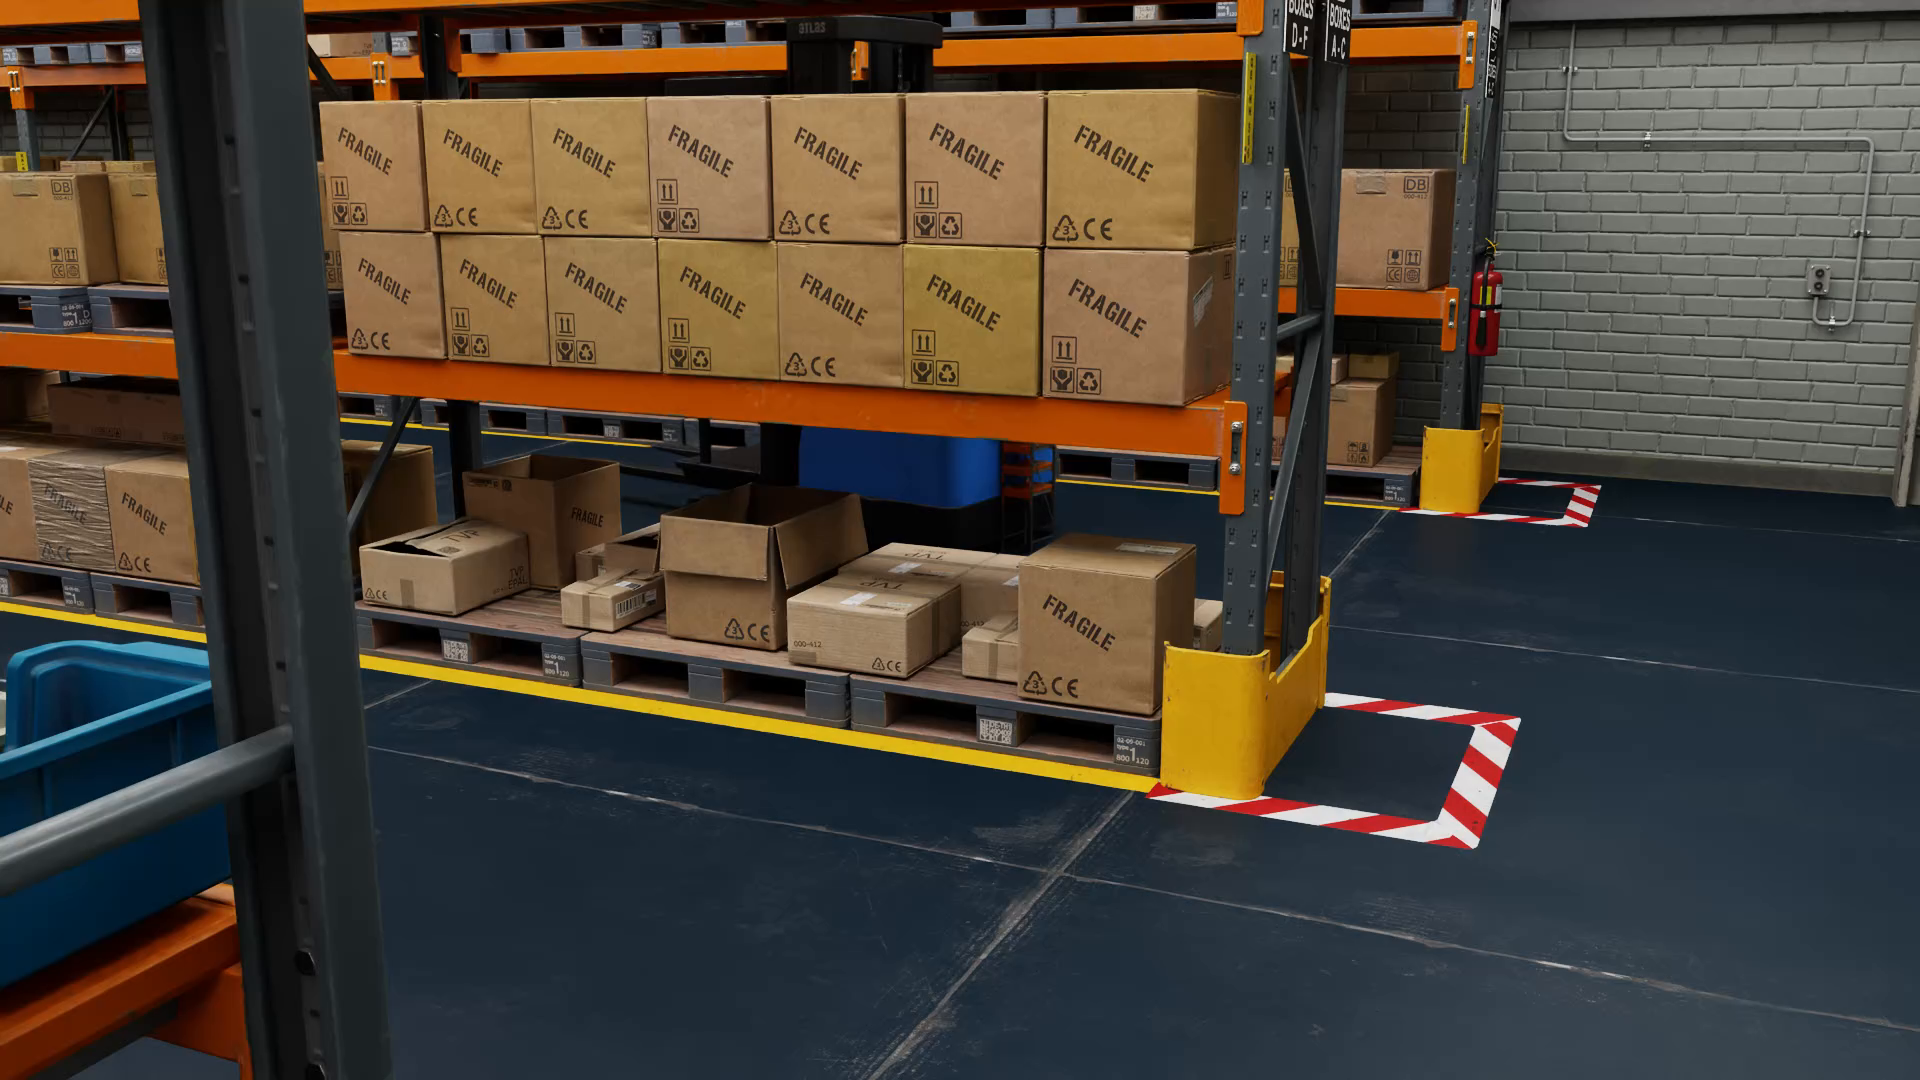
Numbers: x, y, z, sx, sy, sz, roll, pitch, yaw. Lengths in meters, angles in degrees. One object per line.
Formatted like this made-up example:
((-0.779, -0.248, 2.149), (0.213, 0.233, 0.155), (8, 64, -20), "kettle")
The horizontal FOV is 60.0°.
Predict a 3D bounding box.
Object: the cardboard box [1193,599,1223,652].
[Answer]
((0.885, 0.346, 6.490), (0.250, 0.149, 0.380), (6, 14, 23), "cardboard box")

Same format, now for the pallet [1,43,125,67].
((-7.319, -4.152, 14.227), (1.003, 0.211, 1.213), (6, 14, 23), "pallet")

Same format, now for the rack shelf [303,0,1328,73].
((-0.700, -2.012, 6.271), (4.000, 0.370, 1.077), (6, 14, 23), "rack shelf")

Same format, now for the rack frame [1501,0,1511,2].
((3.132, -4.672, 9.469), (0.127, 3.000, 1.000), (6, 14, 23), "rack frame")

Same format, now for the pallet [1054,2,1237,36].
((1.330, -3.348, 10.585), (1.213, 0.211, 1.003), (6, 14, 23), "pallet")

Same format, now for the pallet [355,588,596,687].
((-1.901, 0.335, 7.368), (1.213, 0.211, 1.003), (6, 14, 23), "pallet")

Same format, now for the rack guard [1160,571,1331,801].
((1.059, 0.493, 6.059), (0.348, 0.500, 1.175), (6, 14, 23), "rack guard")

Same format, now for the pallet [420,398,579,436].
((-3.493, -1.046, 13.249), (1.213, 0.211, 1.003), (6, 14, 23), "pallet")

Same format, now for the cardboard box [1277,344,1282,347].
((1.954, -1.199, 10.931), (0.250, 0.149, 0.380), (6, 14, 24), "cardboard box")

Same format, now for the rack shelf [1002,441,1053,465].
((0.368, -0.479, 8.864), (0.180, 0.103, 0.258), (9, 16, 34), "rack shelf")

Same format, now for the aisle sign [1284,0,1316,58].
((1.067, -1.912, 5.147), (0.004, 0.787, 0.394), (6, 14, 23), "aisle sign")

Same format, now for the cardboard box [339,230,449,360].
((-2.173, -1.031, 6.866), (0.500, 0.500, 0.500), (6, 15, 25), "cardboard box")

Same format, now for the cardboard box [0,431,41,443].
((-4.948, -0.258, 8.296), (0.500, 0.500, 0.500), (6, 14, 22), "cardboard box")

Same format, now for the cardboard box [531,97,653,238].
((-1.270, -1.425, 6.353), (0.500, 0.500, 0.500), (5, 14, 22), "cardboard box")

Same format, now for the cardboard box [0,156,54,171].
((-8.398, -3.143, 14.726), (0.500, 0.500, 0.500), (6, 14, 23), "cardboard box")

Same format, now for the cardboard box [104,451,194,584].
((-3.545, -0.117, 7.698), (0.500, 0.500, 0.500), (6, 14, 23), "cardboard box")

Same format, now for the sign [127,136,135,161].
((-7.619, -3.542, 15.249), (0.005, 0.325, 0.100), (6, 14, 23), "sign")

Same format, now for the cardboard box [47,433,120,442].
((-4.280, -0.321, 8.568), (0.500, 0.500, 0.500), (5, 14, 21), "cardboard box")

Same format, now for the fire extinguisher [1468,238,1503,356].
((3.083, -1.422, 9.735), (0.183, 0.674, 0.296), (6, 14, 23), "fire extinguisher")

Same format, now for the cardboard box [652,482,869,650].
((-0.809, 0.087, 6.819), (0.637, 0.503, 0.797), (6, 14, 23), "cardboard box")

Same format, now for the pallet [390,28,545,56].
((-3.573, -3.812, 12.781), (1.003, 0.211, 1.213), (7, 15, 26), "pallet")

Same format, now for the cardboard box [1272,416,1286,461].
((1.994, -0.829, 10.776), (0.500, 0.500, 0.700), (6, 14, 23), "cardboard box")

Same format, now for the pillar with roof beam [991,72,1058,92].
((-1.279, -4.259, 7.708), (0.400, 9.000, 9.100), (6, 14, 23), "pillar with roof beam")

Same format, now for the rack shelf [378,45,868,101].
((-2.354, -3.417, 12.260), (4.000, 0.370, 1.077), (6, 14, 23), "rack shelf")

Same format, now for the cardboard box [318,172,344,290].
((-2.871, -1.431, 7.647), (0.500, 0.500, 0.700), (1, 13, 4), "cardboard box")

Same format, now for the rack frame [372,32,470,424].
((-4.183, -2.492, 13.309), (0.127, 3.000, 1.000), (6, 14, 23), "rack frame")

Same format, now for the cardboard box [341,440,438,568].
((-2.872, -0.180, 7.964), (0.500, 0.500, 0.500), (5, 14, 21), "cardboard box")

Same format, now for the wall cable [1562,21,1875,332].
((4.685, -2.325, 10.375), (1.851, 1.984, 0.084), (6, 14, 23), "wall cable")

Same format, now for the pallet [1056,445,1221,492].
((1.257, -0.565, 11.201), (1.213, 0.211, 1.003), (6, 14, 23), "pallet")

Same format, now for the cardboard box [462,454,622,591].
((-1.893, -0.091, 7.584), (0.500, 0.500, 0.500), (6, 14, 23), "cardboard box")

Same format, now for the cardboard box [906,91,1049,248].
((0.148, -1.283, 5.747), (0.500, 0.500, 0.500), (6, 15, 25), "cardboard box")

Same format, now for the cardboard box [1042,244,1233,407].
((0.609, -0.750, 5.666), (0.500, 0.500, 0.500), (6, 15, 25), "cardboard box")

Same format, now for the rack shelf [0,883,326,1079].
((-2.710, 0.483, 2.206), (4.000, 0.370, 1.077), (6, 14, 23), "rack shelf")

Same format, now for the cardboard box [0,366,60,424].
((-5.183, -0.777, 8.869), (0.500, 0.250, 0.500), (6, 15, 25), "cardboard box")

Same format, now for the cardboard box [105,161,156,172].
((-6.880, -3.018, 14.367), (0.500, 0.500, 0.700), (7, 15, 29), "cardboard box")

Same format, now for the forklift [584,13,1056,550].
((-0.958, -1.575, 9.550), (3.031, 2.935, 1.130), (9, 16, 34), "forklift")

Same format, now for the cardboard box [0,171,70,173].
((-4.806, -1.551, 8.160), (0.500, 0.500, 0.700), (9, 16, 34), "cardboard box")

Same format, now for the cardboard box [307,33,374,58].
((-4.951, -3.929, 13.018), (0.500, 0.311, 0.500), (6, 14, 23), "cardboard box")

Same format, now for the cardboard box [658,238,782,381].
((-0.782, -0.891, 6.268), (0.500, 0.500, 0.500), (6, 14, 22), "cardboard box")

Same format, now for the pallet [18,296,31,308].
((-5.538, -1.316, 8.715), (1.003, 0.211, 1.213), (6, 14, 23), "pallet")

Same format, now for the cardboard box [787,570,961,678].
((-0.325, 0.315, 6.404), (0.500, 0.250, 0.500), (6, 14, 23), "cardboard box")

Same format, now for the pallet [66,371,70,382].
((-8.468, -1.559, 15.438), (1.213, 0.211, 1.003), (6, 14, 23), "pallet")

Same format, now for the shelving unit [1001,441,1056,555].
((0.368, -0.522, 8.854), (0.189, 1.200, 0.258), (9, 16, 34), "shelving unit")
